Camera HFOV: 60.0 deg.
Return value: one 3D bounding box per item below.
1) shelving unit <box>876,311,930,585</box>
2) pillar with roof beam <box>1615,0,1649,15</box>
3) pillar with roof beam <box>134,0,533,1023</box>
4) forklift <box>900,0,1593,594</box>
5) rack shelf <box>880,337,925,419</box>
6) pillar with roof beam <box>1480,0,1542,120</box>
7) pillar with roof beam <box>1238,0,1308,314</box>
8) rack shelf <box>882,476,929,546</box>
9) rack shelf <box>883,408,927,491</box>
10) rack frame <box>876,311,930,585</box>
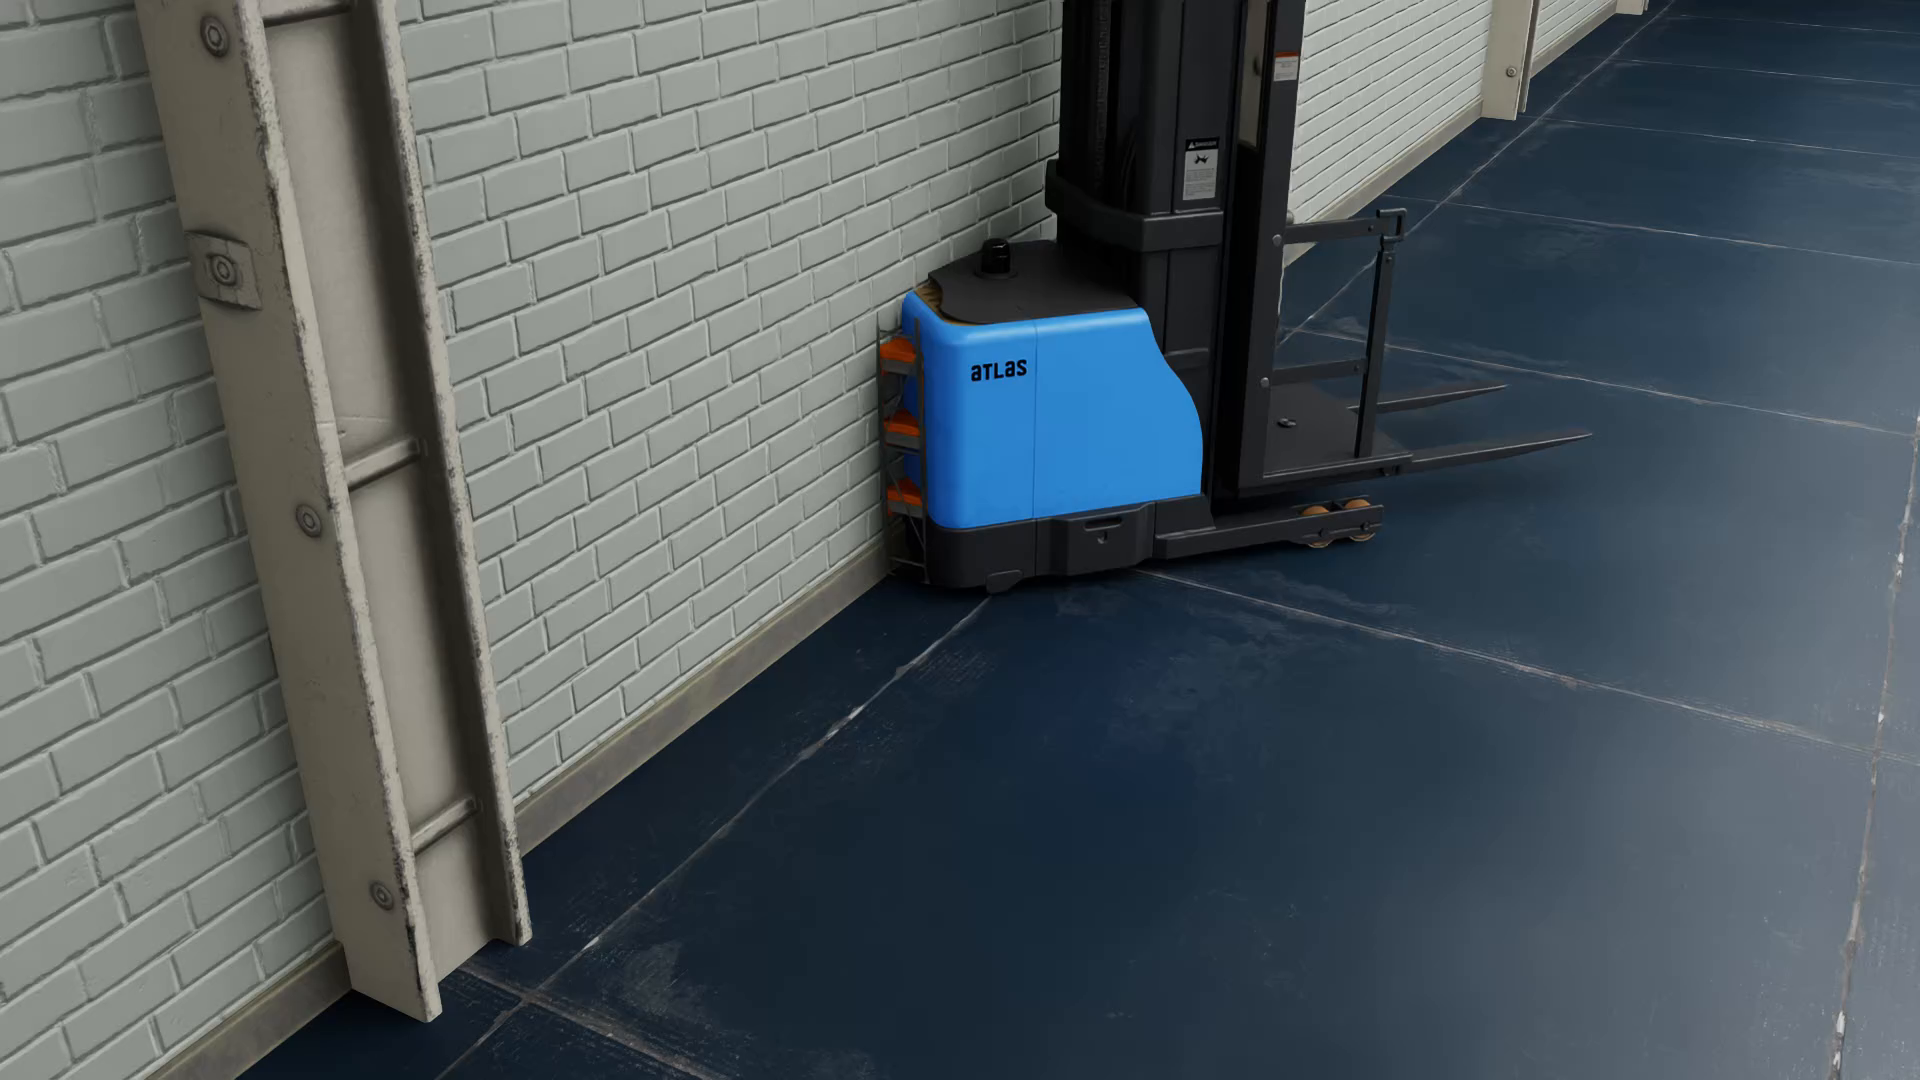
[{"bbox_3d":[-0.148,-0.374,6.280,0.215,1.050,0.252,14,28,31],"label":"shelving unit"},{"bbox_3d":[11.200,-8.960,14.596,9.100,9.000,0.400,14,30,26],"label":"pillar with roof beam"},{"bbox_3d":[2.345,-1.945,0.583,9.100,9.000,0.400,14,30,26],"label":"pillar with roof beam"},{"bbox_3d":[1.191,-1.492,6.455,3.031,2.935,1.130,-9,28,-17],"label":"forklift"},{"bbox_3d":[-0.155,-0.623,6.169,0.215,0.259,0.240,14,28,31],"label":"rack shelf"},{"bbox_3d":[8.248,-6.622,9.925,9.100,9.000,0.400,14,30,26],"label":"pillar with roof beam"},{"bbox_3d":[5.296,-4.283,5.254,9.100,9.000,0.400,14,30,26],"label":"pillar with roof beam"},{"bbox_3d":[-0.140,-0.110,6.397,0.215,0.259,0.240,14,28,31],"label":"rack shelf"},{"bbox_3d":[-0.147,-0.364,6.284,0.215,0.259,0.240,14,28,31],"label":"rack shelf"},{"bbox_3d":[-0.215,-0.331,6.188,0.200,1.050,0.008,14,28,31],"label":"rack frame"}]
